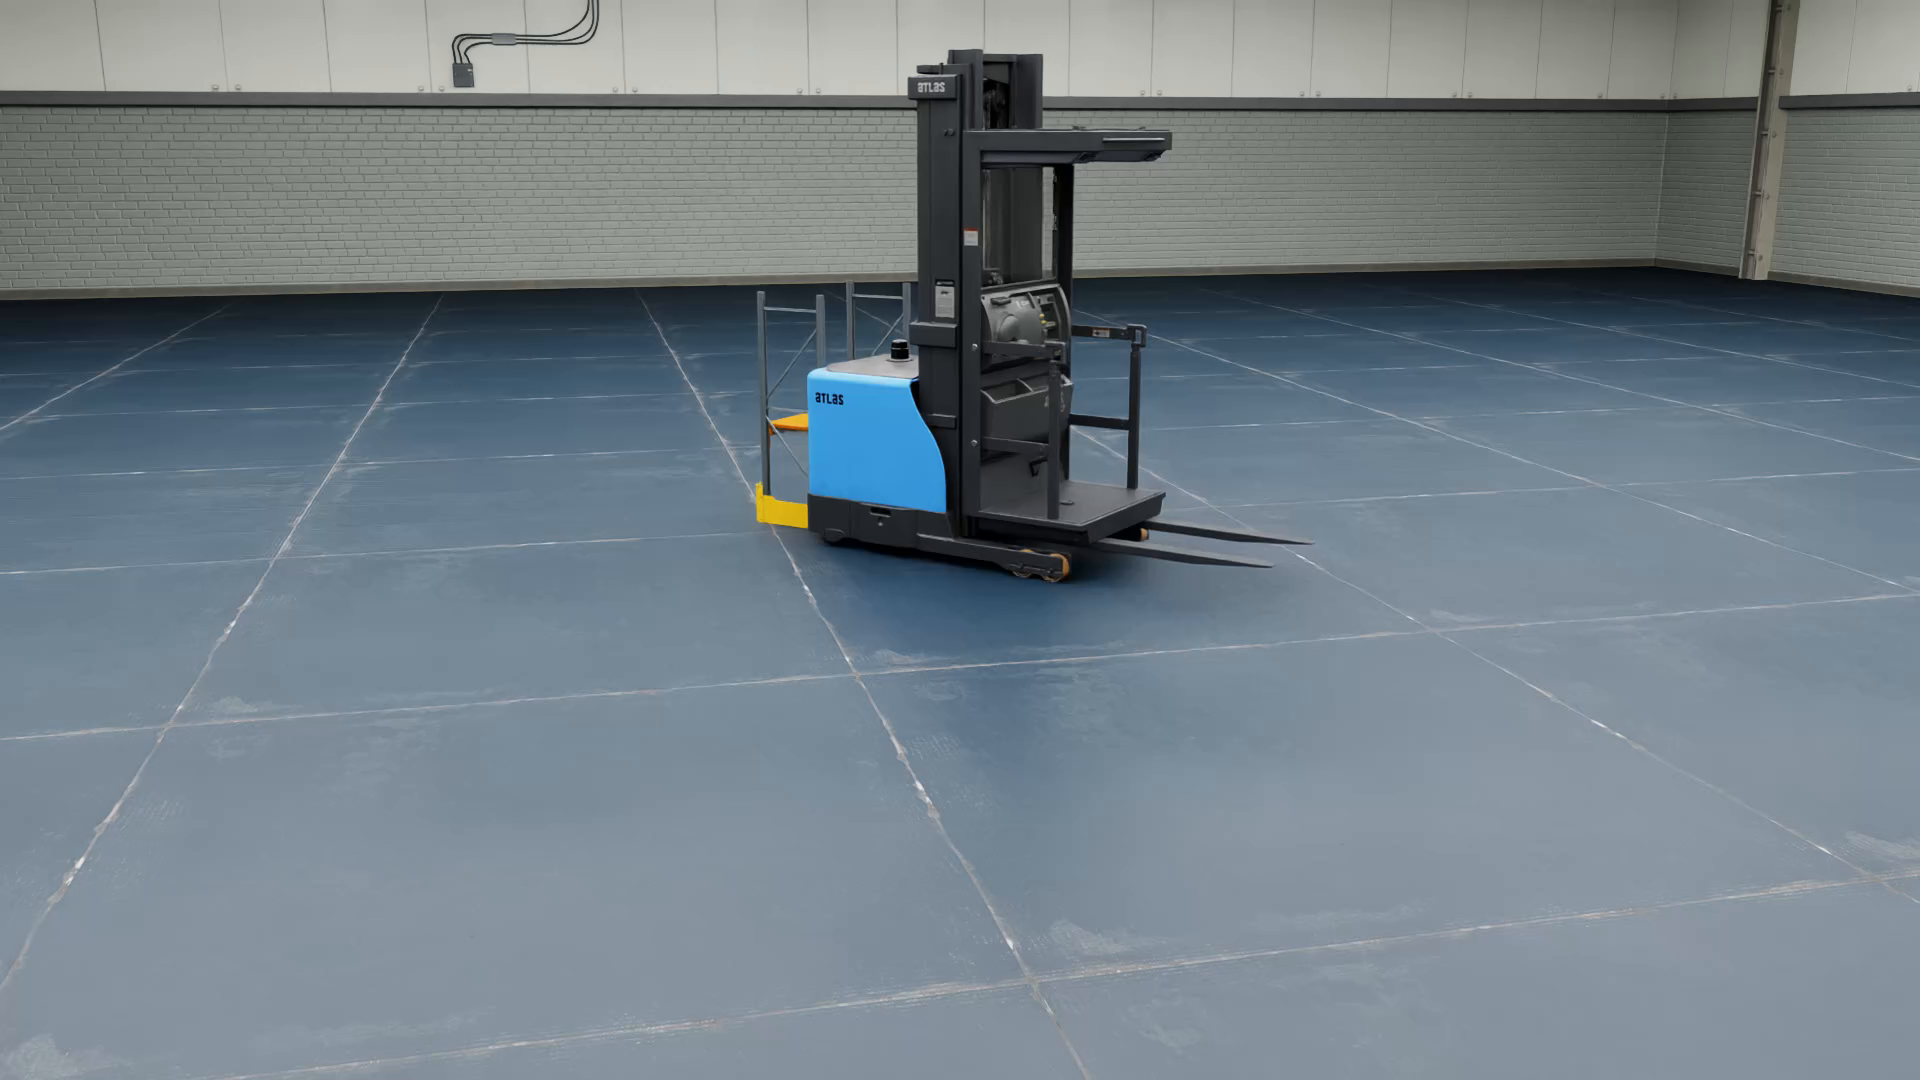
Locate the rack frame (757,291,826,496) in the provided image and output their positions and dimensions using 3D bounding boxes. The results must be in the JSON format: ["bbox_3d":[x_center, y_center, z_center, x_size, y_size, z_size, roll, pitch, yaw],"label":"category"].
[{"bbox_3d":[-1.068,-0.823,10.637,0.500,1.500,0.032,8,16,29],"label":"rack frame"}]

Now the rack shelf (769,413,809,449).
[{"bbox_3d":[-0.813,-0.753,11.107,0.538,0.185,1.000,8,16,29],"label":"rack shelf"}]

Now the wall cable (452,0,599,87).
[{"bbox_3d":[-6.860,-10.133,25.777,2.305,6.003,0.169,-3,14,-13],"label":"wall cable"}]

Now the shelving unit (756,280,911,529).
[{"bbox_3d":[-0.817,-0.926,11.056,0.587,1.500,1.083,8,16,29],"label":"shelving unit"}]

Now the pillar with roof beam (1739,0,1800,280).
[{"bbox_3d":[9.749,-8.718,27.150,9.100,9.000,0.400,-3,14,-13],"label":"pillar with roof beam"}]

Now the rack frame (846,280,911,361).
[{"bbox_3d":[-0.558,-1.032,11.491,0.500,1.500,0.032,8,16,29],"label":"rack frame"}]

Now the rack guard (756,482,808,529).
[{"bbox_3d":[-1.067,-0.216,10.786,0.587,0.250,0.087,8,16,29],"label":"rack guard"}]

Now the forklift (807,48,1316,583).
[{"bbox_3d":[0.568,-1.325,9.673,3.031,2.935,1.130,9,16,32],"label":"forklift"}]
